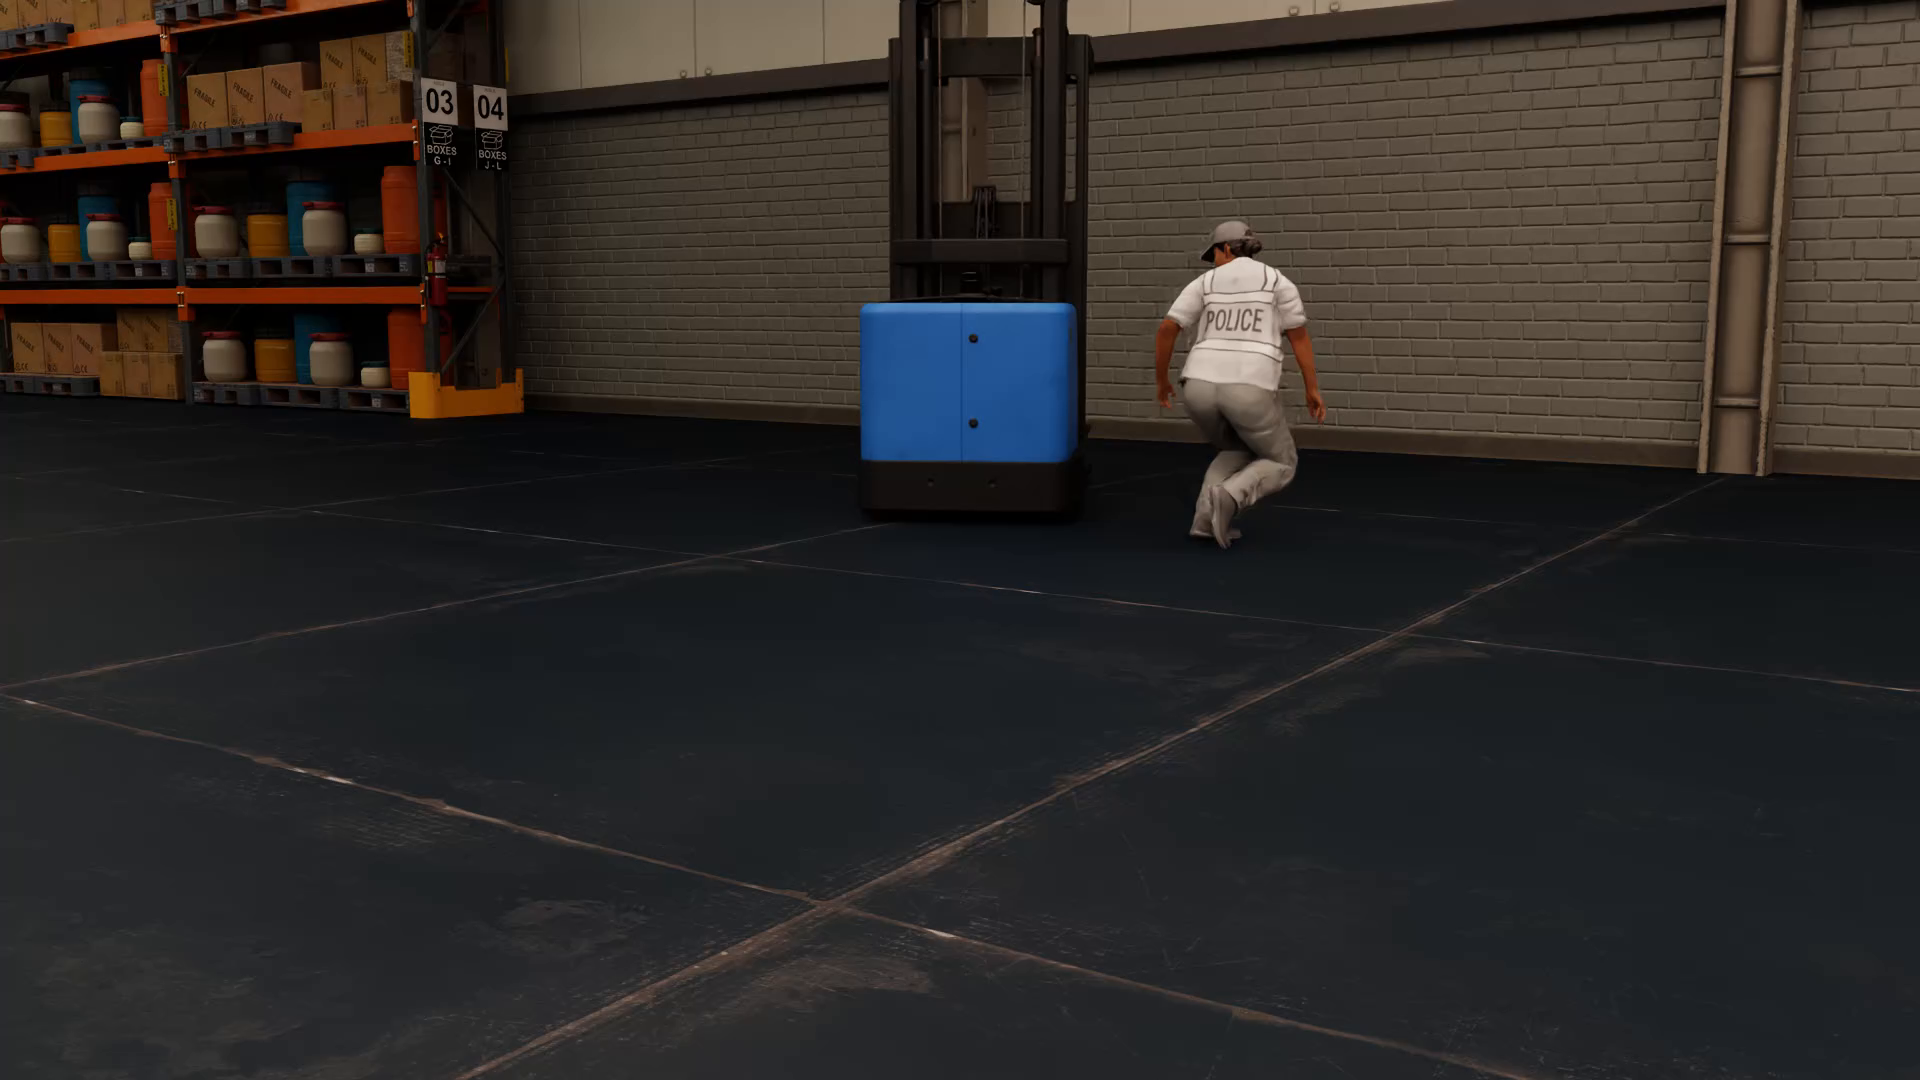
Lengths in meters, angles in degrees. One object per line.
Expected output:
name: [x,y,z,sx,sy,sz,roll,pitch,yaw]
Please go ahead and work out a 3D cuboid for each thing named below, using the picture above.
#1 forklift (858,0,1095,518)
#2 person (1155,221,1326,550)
forklift: [0.186,-1.733,9.381,1.130,2.935,3.031,1,8,7]
person: [1.221,-0.699,7.460,0.757,1.459,0.621,5,10,32]
